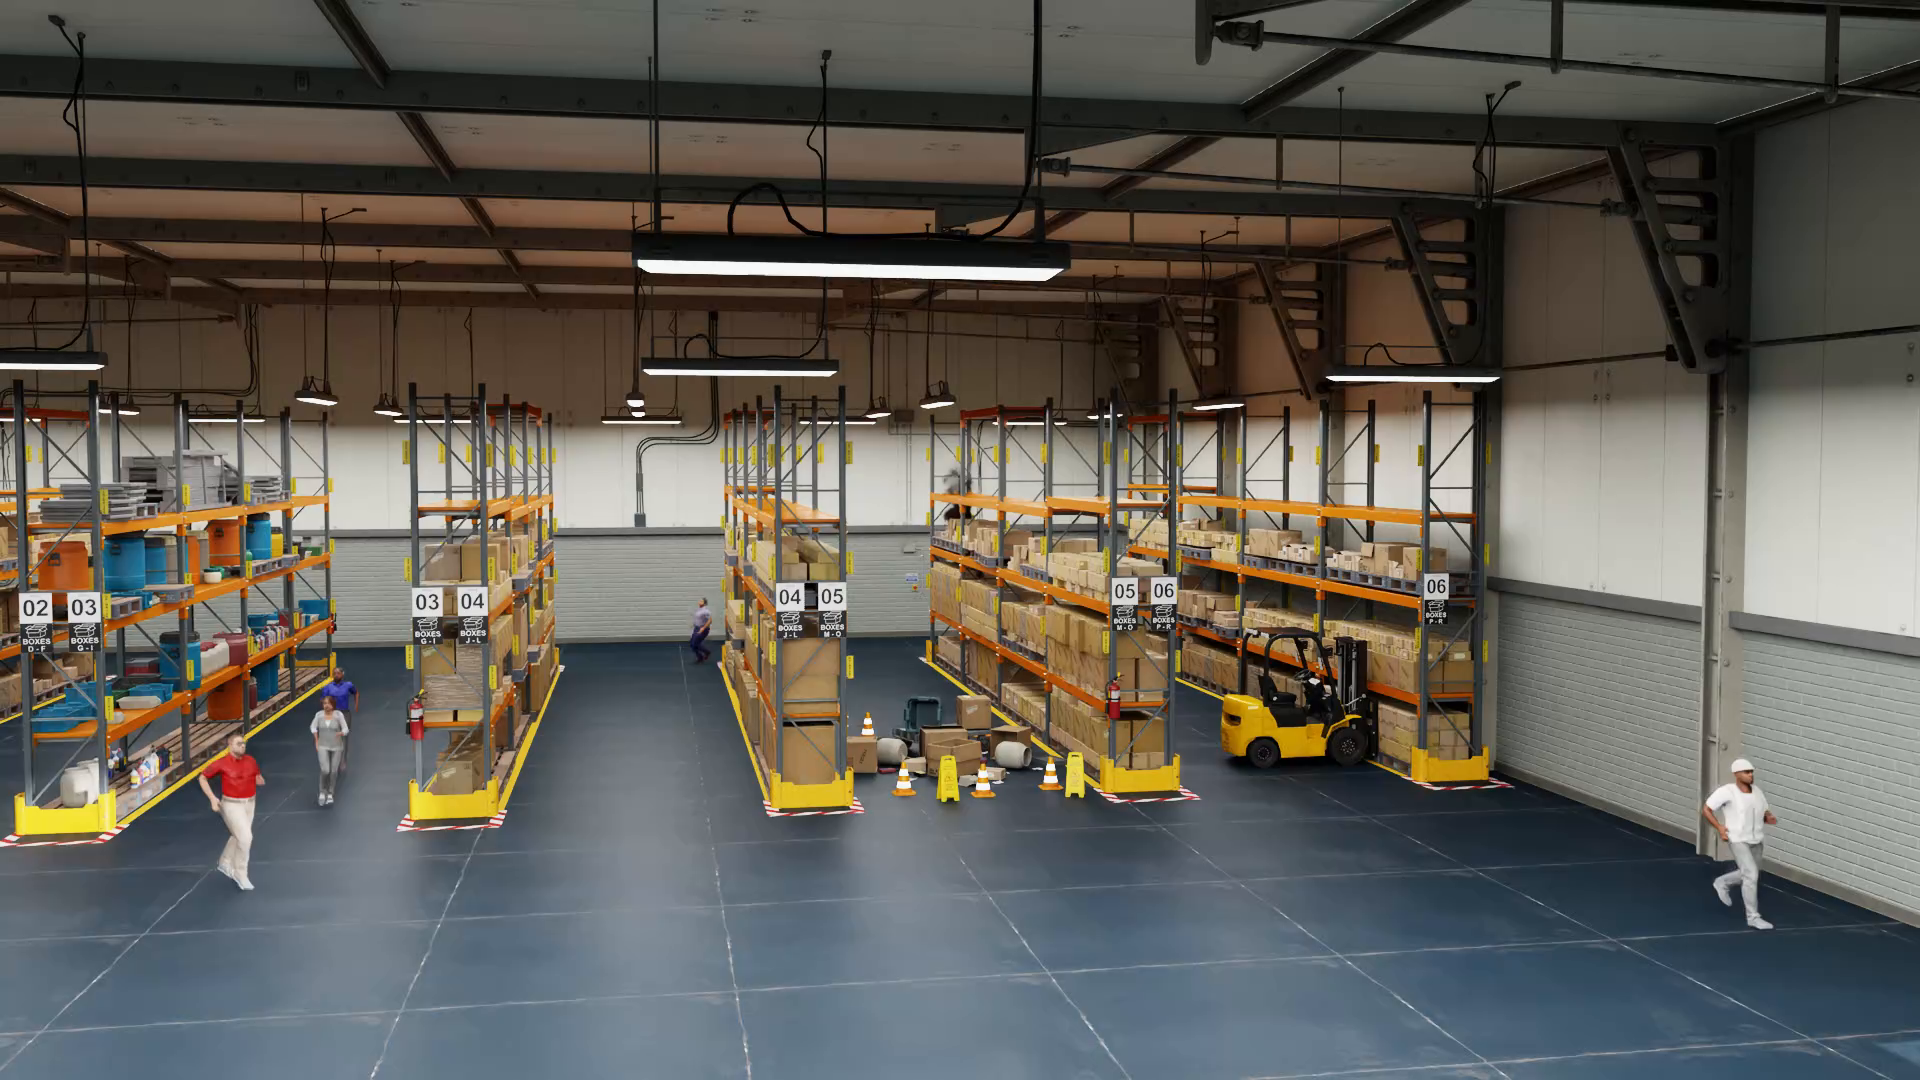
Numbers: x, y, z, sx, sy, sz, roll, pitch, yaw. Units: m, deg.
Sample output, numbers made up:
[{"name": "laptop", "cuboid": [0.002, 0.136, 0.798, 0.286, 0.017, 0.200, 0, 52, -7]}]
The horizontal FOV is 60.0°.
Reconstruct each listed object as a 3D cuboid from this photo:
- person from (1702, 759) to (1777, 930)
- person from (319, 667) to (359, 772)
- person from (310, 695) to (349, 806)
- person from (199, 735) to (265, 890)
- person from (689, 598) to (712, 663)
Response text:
[{"name": "person", "cuboid": [8.385, 3.216, 17.822, 0.712, 1.747, 0.932, -1, 3, -19]}, {"name": "person", "cuboid": [-9.853, 2.814, 26.407, 0.594, 1.598, 1.044, -1, 3, -19]}, {"name": "person", "cuboid": [-8.992, 3.005, 23.736, 0.512, 1.578, 0.631, -1, 3, -21]}, {"name": "person", "cuboid": [-8.410, 3.168, 19.383, 0.767, 1.802, 0.637, 1, 3, 21]}, {"name": "person", "cuboid": [-6.227, 2.185, 40.087, 0.525, 1.602, 0.670, -2, 3, -33]}]
